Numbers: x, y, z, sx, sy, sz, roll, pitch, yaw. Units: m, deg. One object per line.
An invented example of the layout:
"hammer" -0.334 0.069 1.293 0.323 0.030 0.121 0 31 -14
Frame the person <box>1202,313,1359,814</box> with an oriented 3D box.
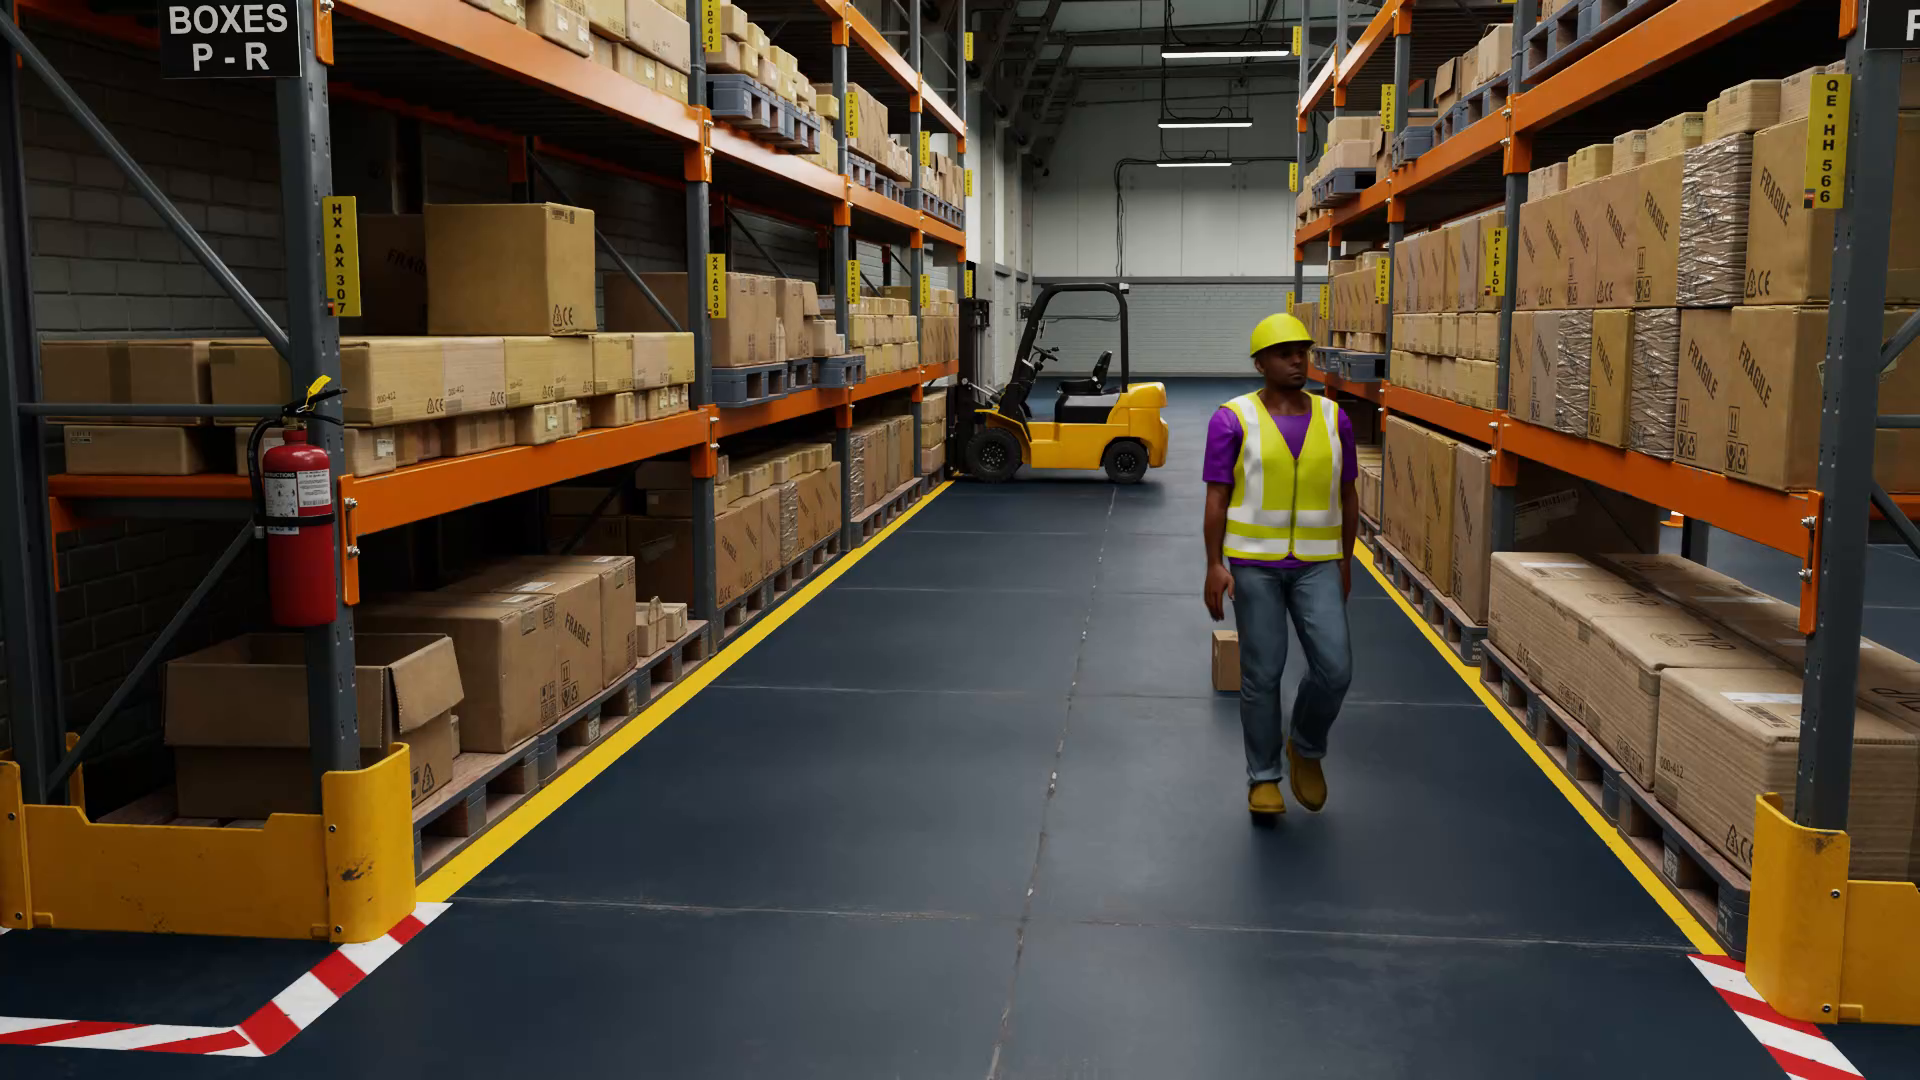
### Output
"person" 1.137 0.098 5.831 0.578 1.773 0.456 0 8 -2
